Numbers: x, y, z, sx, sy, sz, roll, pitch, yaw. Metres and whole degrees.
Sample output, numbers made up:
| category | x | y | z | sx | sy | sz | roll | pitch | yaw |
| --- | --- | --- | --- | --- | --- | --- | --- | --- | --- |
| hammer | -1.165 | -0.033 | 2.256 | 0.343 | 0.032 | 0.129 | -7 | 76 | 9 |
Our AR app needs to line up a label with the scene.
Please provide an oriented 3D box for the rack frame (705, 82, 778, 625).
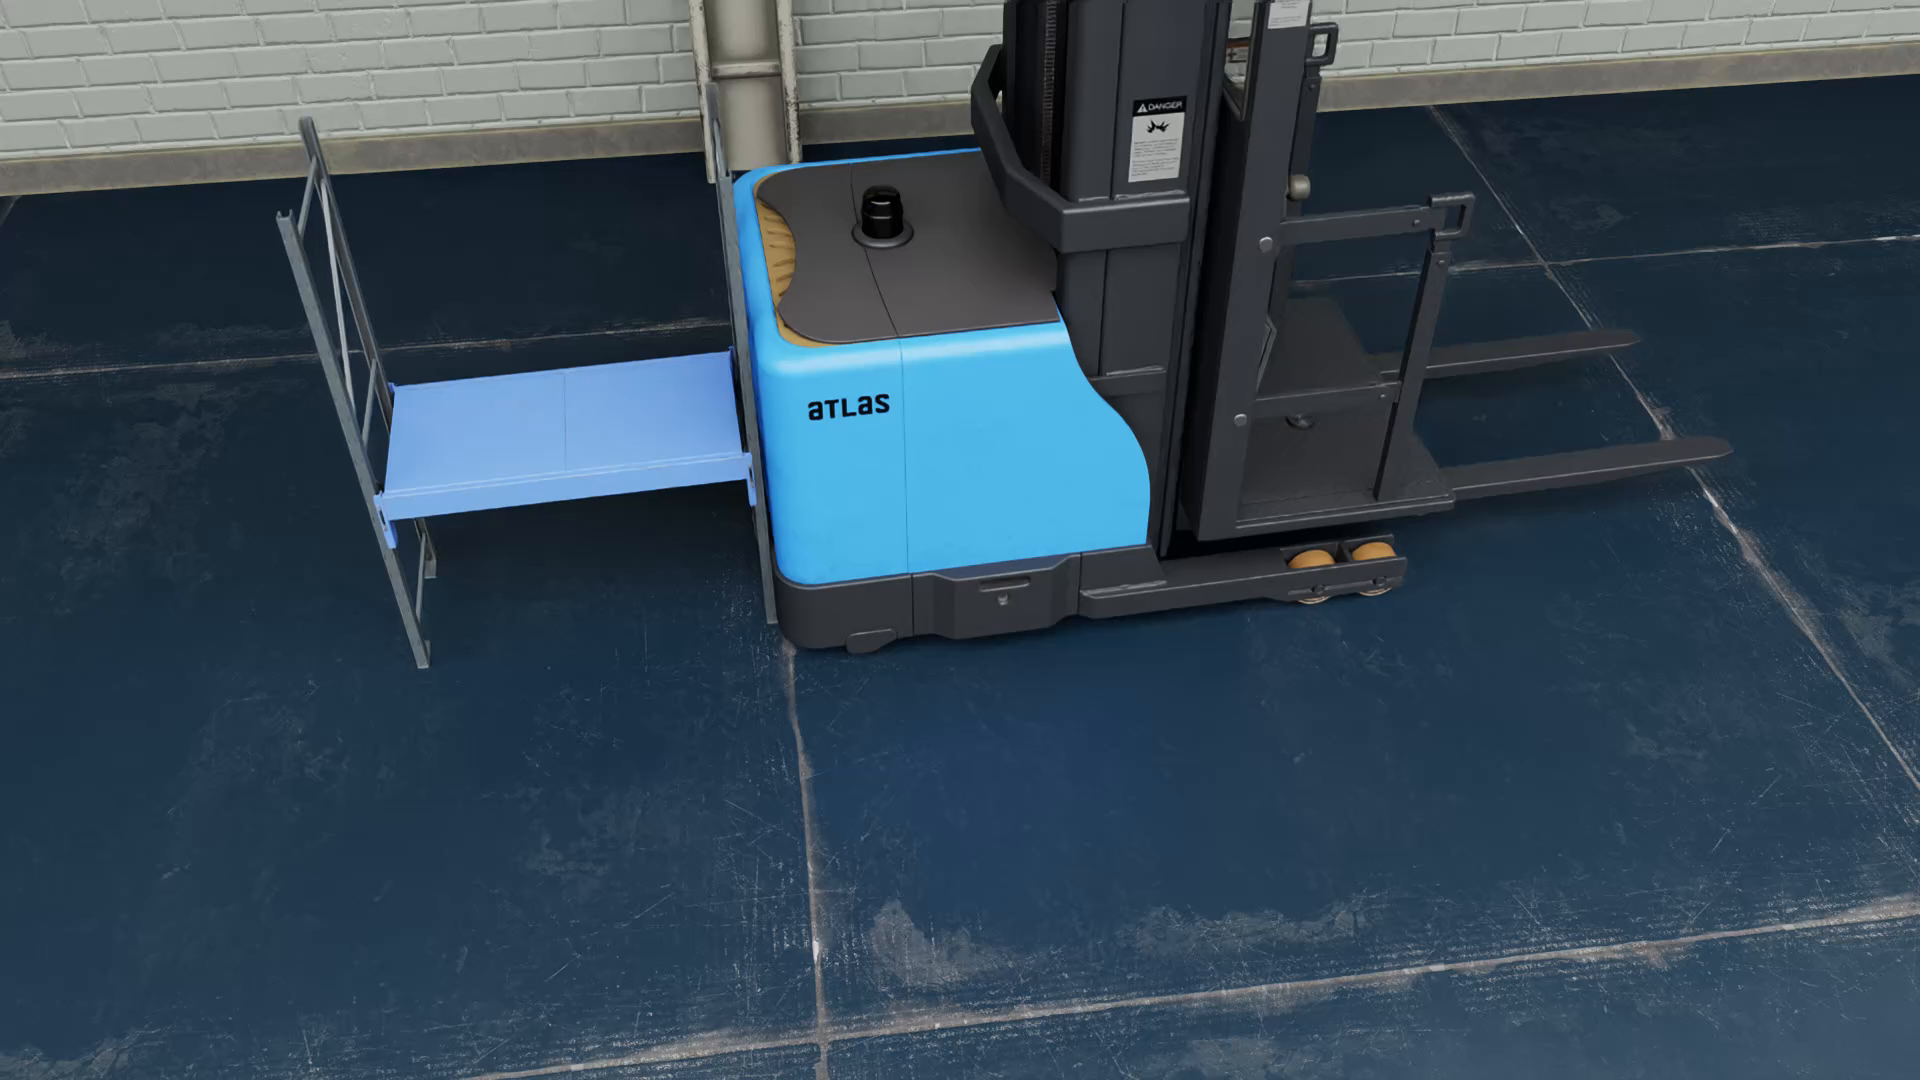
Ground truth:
| category | x | y | z | sx | sy | sz | roll | pitch | yaw |
| --- | --- | --- | --- | --- | --- | --- | --- | --- | --- |
| rack frame | -0.605 | -0.470 | 4.651 | 0.032 | 1.500 | 0.500 | -7 | 43 | -8 |

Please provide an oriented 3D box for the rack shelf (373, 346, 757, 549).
| category | x | y | z | sx | sy | sz | roll | pitch | yaw |
| --- | --- | --- | --- | --- | --- | --- | --- | --- | --- |
| rack shelf | -1.105 | -0.274 | 4.703 | 1.000 | 0.185 | 0.538 | -7 | 43 | -8 |

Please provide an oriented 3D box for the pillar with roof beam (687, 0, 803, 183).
| category | x | y | z | sx | sy | sz | roll | pitch | yaw |
| --- | --- | --- | --- | --- | --- | --- | --- | --- | --- |
| pillar with roof beam | -0.309 | -2.079 | 0.836 | 0.400 | 9.000 | 9.100 | -5 | 42 | -6 |

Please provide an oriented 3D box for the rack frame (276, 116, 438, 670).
| category | x | y | z | sx | sy | sz | roll | pitch | yaw |
| --- | --- | --- | --- | --- | --- | --- | --- | --- | --- |
| rack frame | -1.604 | -0.346 | 4.514 | 0.032 | 1.500 | 0.500 | -7 | 43 | -8 |

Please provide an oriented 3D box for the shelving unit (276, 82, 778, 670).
| category | x | y | z | sx | sy | sz | roll | pitch | yaw |
| --- | --- | --- | --- | --- | --- | --- | --- | --- | --- |
| shelving unit | -1.105 | -0.408 | 4.582 | 1.048 | 1.500 | 0.538 | -7 | 43 | -8 |

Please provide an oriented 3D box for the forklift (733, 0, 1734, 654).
| category | x | y | z | sx | sy | sz | roll | pitch | yaw |
| --- | --- | --- | --- | --- | --- | --- | --- | --- | --- |
| forklift | 0.887 | -1.238 | 4.434 | 3.031 | 2.935 | 1.130 | -7 | 43 | -8 |
